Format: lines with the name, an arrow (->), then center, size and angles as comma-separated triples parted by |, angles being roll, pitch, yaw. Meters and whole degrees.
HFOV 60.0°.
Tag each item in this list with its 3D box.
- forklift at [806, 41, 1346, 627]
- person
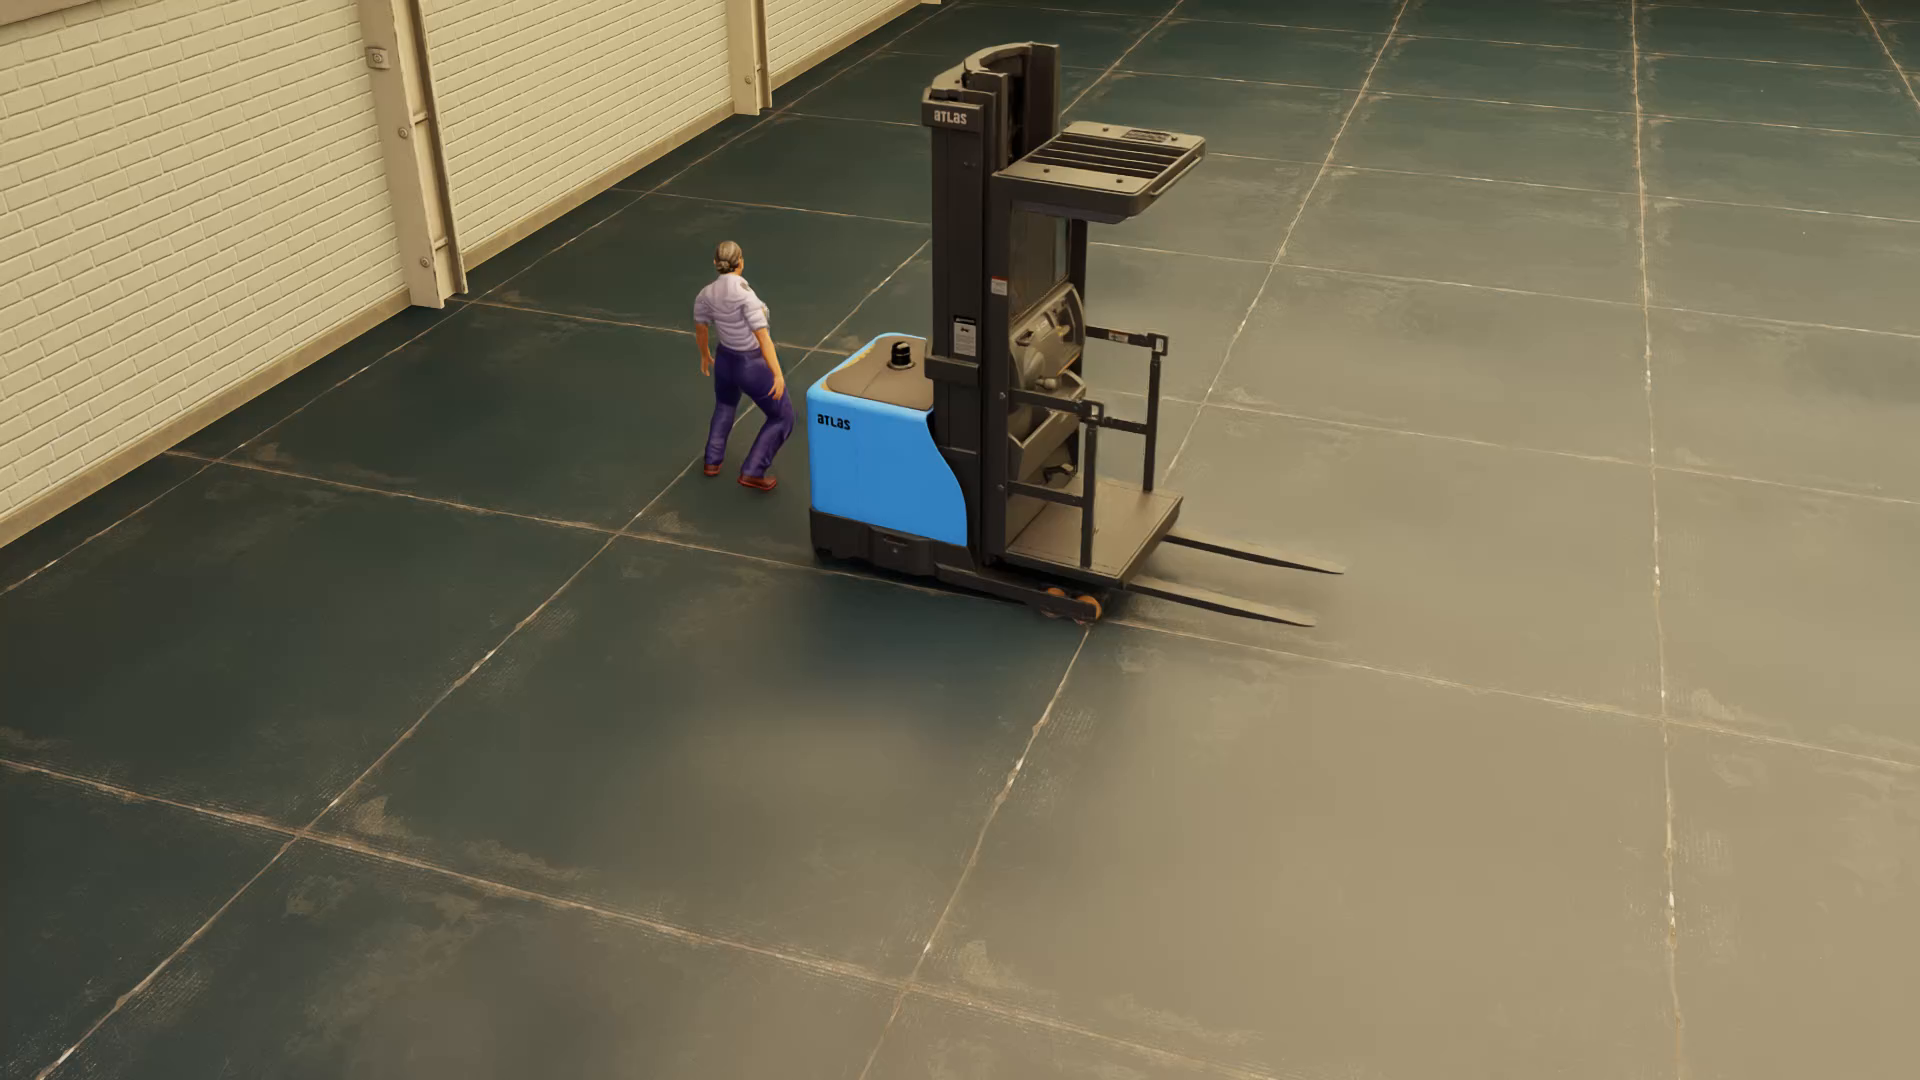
forklift -> 0.666, -1.095, 9.058 | 3.031, 2.935, 1.130 | 13, 32, 22
person -> -1.370, -1.077, 10.413 | 0.819, 1.577, 0.484 | 22, 36, 33
